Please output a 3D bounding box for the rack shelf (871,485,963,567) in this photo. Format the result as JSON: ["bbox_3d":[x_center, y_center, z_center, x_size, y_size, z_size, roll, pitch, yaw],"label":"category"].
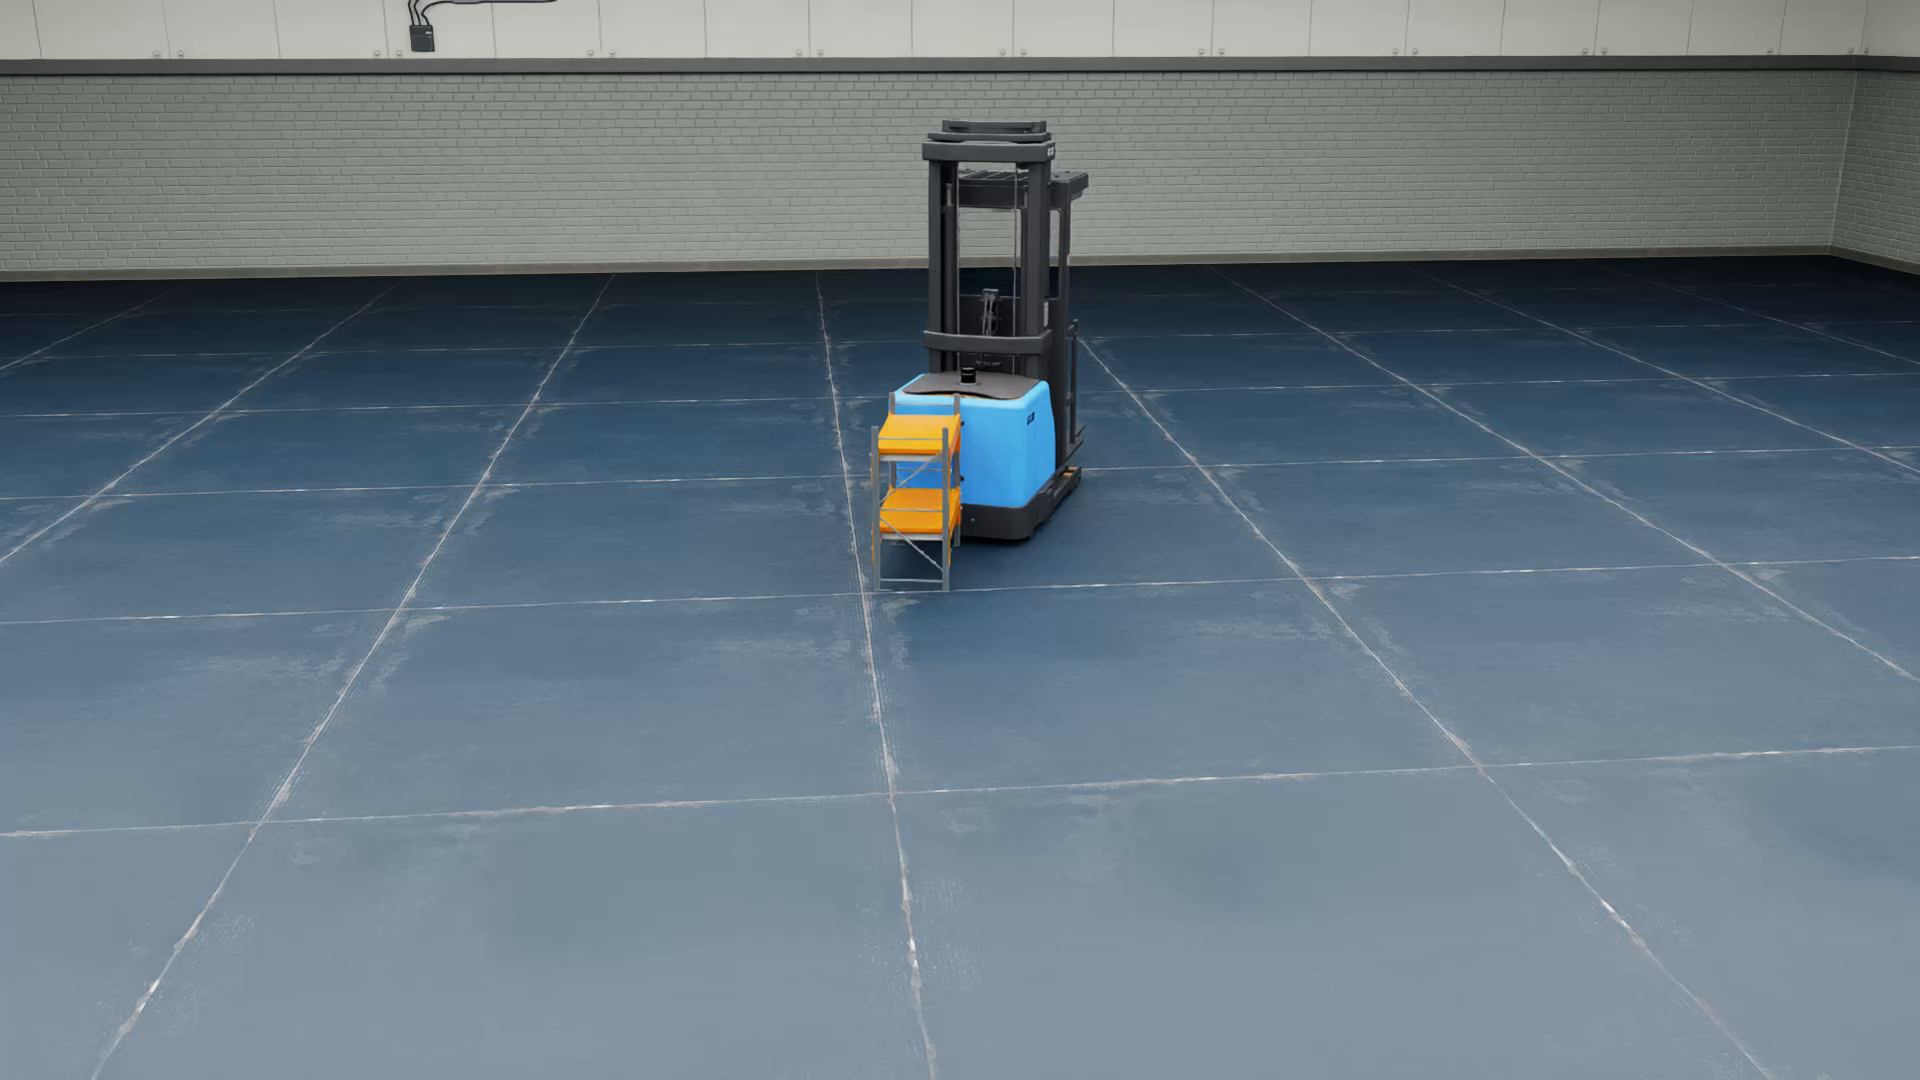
[{"bbox_3d":[-0.286,-0.110,11.467,0.538,0.278,1.000,1,17,4],"label":"rack shelf"}]

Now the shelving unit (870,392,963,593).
[{"bbox_3d":[-0.286,-0.344,11.394,0.538,1.125,1.048,1,17,4],"label":"shelving unit"}]

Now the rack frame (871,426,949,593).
[{"bbox_3d":[-0.322,-0.192,10.910,0.500,1.125,0.032,1,17,4],"label":"rack frame"}]

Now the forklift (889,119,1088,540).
[{"bbox_3d":[0.364,-1.802,13.025,1.130,2.935,3.031,5,18,15],"label":"forklift"}]

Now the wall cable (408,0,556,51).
[{"bbox_3d":[-6.664,-9.870,22.913,2.305,6.003,0.169,-2,18,-6],"label":"wall cable"}]

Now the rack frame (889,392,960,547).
[{"bbox_3d":[-0.250,-0.496,11.878,0.500,1.125,0.032,1,17,4],"label":"rack frame"}]

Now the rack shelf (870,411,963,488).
[{"bbox_3d":[-0.286,-0.623,11.306,0.538,0.278,1.000,1,17,4],"label":"rack shelf"}]
